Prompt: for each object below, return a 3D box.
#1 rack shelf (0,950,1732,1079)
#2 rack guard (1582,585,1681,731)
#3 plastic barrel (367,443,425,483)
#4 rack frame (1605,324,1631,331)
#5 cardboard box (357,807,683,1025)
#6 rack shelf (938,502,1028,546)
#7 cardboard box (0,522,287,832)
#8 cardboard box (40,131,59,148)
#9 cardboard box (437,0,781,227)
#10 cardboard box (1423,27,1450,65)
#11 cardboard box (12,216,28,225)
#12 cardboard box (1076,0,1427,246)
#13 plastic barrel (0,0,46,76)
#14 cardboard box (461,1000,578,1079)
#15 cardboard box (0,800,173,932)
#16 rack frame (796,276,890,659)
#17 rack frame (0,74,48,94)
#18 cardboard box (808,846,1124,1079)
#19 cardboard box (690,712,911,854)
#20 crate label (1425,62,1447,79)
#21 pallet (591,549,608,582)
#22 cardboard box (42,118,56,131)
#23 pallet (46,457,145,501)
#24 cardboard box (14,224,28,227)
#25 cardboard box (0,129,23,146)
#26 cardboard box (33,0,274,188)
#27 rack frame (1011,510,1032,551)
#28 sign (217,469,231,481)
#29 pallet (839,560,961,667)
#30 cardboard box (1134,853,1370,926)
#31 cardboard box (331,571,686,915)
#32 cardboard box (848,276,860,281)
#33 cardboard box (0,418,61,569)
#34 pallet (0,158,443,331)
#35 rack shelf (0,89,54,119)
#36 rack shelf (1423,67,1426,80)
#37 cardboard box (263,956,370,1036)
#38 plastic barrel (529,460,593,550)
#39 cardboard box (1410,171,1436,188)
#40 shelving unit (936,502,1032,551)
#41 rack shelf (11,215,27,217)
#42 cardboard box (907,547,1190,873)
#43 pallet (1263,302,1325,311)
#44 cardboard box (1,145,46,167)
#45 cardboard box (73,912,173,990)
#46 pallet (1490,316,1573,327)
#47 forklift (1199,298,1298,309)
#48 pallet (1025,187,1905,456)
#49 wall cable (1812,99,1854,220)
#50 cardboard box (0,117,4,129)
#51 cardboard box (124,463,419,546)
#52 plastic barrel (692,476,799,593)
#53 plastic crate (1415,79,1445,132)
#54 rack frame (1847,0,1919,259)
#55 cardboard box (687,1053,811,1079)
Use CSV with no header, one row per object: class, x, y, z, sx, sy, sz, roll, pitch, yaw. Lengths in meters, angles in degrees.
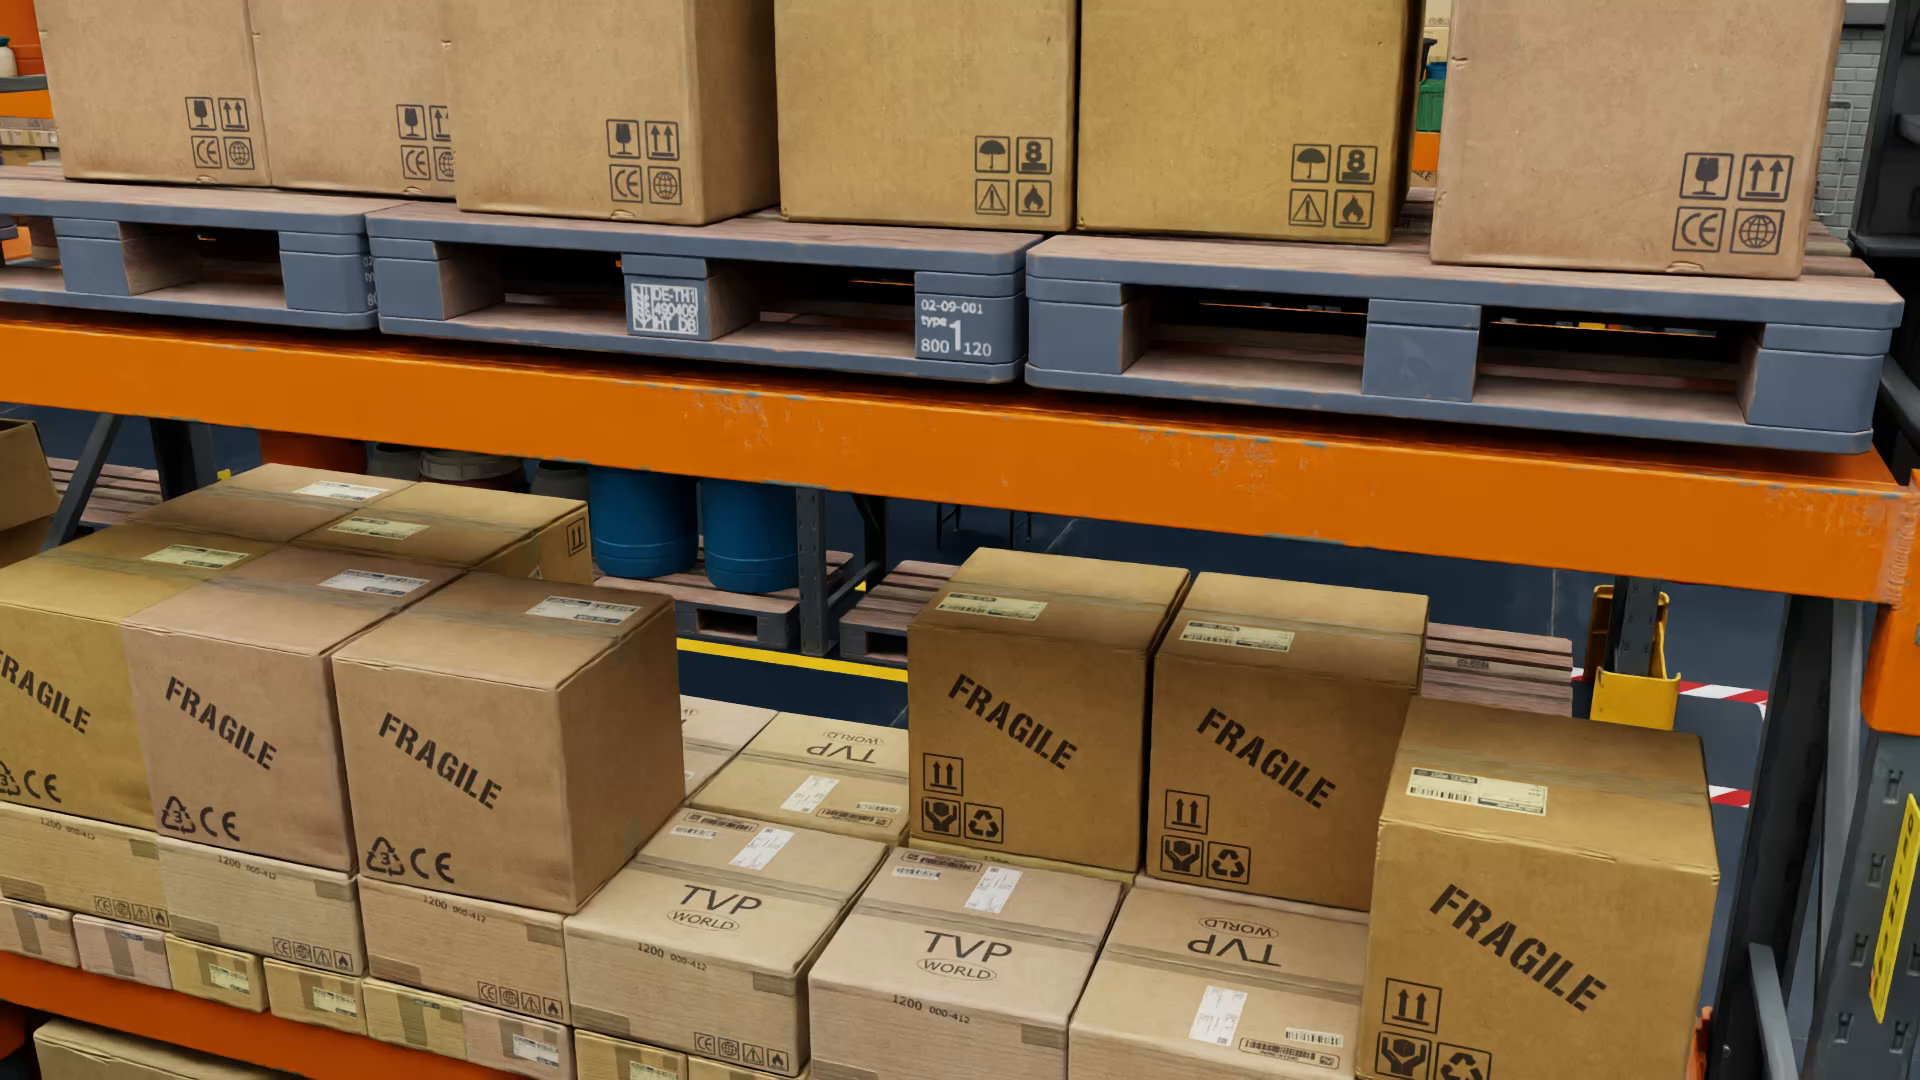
rack shelf,-0.358,1.144,3.831,4.000,0.370,1.077,7,20,18
rack guard,3.183,0.659,7.927,0.348,0.500,1.175,7,20,18
plastic barrel,-3.370,-0.327,10.099,0.421,0.512,0.421,0,19,0
rack frame,4.786,-2.060,11.928,0.127,3.000,1.000,7,20,18
cardboard box,-0.930,0.760,3.615,0.500,0.250,0.500,7,20,19
rack shelf,0.156,-0.300,10.414,0.480,0.518,0.431,7,20,18
cardboard box,-1.879,0.295,3.808,0.500,0.500,0.500,7,20,18
cardboard box,-8.577,-3.866,15.972,0.250,0.149,0.380,7,20,19
cardboard box,-0.535,-0.895,3.089,0.500,0.500,0.700,7,21,20
cardboard box,3.268,-3.486,11.691,0.500,0.250,0.500,7,20,18
cardboard box,-9.724,-3.077,17.245,0.500,0.500,0.500,7,20,18
cardboard box,0.530,-0.827,2.892,0.500,0.500,0.700,6,20,16
plastic barrel,-5.723,-3.230,10.076,0.708,0.830,0.600,7,20,18
cardboard box,-0.853,0.982,3.584,0.250,0.149,0.380,7,20,19
cardboard box,-1.889,0.650,3.929,0.500,0.250,0.500,6,20,17
rack frame,-0.622,-0.952,8.750,0.127,3.000,1.000,7,20,18
rack frame,-2.247,-2.245,3.345,0.127,3.000,1.000,7,20,18
cardboard box,0.026,0.871,3.297,0.500,0.250,0.500,6,20,16
cardboard box,-0.295,0.650,3.929,0.500,0.250,0.500,6,20,17
crate label,2.391,-2.066,7.616,0.502,0.251,0.408,7,20,18
pallet,-2.493,0.137,9.862,1.213,0.211,1.003,7,20,18
cardboard box,-8.393,-4.224,16.015,0.500,0.500,0.700,7,20,18
pallet,-6.268,-0.296,11.103,1.213,0.211,1.003,7,20,18
cardboard box,-9.422,-2.862,16.628,0.500,0.500,0.500,7,20,18
cardboard box,-9.053,-3.921,16.131,0.250,0.149,0.380,6,20,16
cardboard box,-1.488,-1.055,3.548,0.500,0.500,0.700,5,20,15
rack frame,0.387,-0.947,10.104,0.015,2.100,0.400,7,20,18
sign,-2.067,-0.031,4.672,0.005,0.325,0.100,7,20,18
pallet,0.085,0.432,9.016,1.213,0.211,1.003,7,20,18
cardboard box,0.673,0.760,3.613,0.500,0.250,0.500,6,20,17
cardboard box,-0.923,0.406,3.492,0.500,0.500,0.500,6,20,16
cardboard box,-0.788,-2.163,14.215,0.500,0.250,0.500,6,20,17
cardboard box,-2.853,0.001,4.342,0.637,0.503,0.797,6,20,17
pallet,-1.478,-0.695,3.591,1.213,0.211,1.003,7,20,18
rack shelf,-6.290,-2.677,10.234,4.000,0.370,1.077,7,20,18
rack shelf,2.896,-3.353,12.173,4.000,0.370,1.077,7,20,18
cardboard box,-1.331,0.926,3.743,0.250,0.149,0.380,6,20,17
plastic barrel,-2.303,-0.205,9.749,0.421,0.512,0.421,0,19,0
cardboard box,3.306,-2.651,11.952,0.500,0.500,0.500,7,20,20
shelving unit,0.156,-0.974,10.179,0.503,2.100,0.431,7,20,18
rack shelf,-8.439,-3.232,16.385,4.000,0.370,1.077,7,20,18
cardboard box,0.203,0.352,3.645,0.500,0.500,0.500,6,20,17
pallet,3.322,-2.609,17.741,1.213,0.211,1.003,7,20,18
cardboard box,-8.927,-3.670,16.396,0.500,0.500,0.700,7,20,18
cardboard box,-1.829,0.870,3.904,0.250,0.149,0.380,6,20,16
pallet,5.627,-2.346,16.985,1.213,0.211,1.003,7,20,18
forklift,1.849,-2.027,11.939,1.130,2.935,3.031,17,26,40
pallet,0.827,-0.431,2.834,1.213,0.211,1.003,7,20,18
wall cable,7.928,-4.236,16.628,1.851,1.984,0.084,7,20,18
cardboard box,-9.343,-4.333,16.326,0.500,0.500,0.700,6,20,17
cardboard box,-1.725,0.131,4.281,0.500,0.500,0.500,7,20,20
plastic barrel,-1.130,-0.224,9.211,0.708,0.901,0.600,7,20,18
plastic crate,2.131,-1.854,7.103,0.336,0.188,0.450,7,20,18
rack frame,1.531,-1.813,2.106,0.127,3.000,1.000,7,20,18
cardboard box,-0.357,1.037,3.425,0.250,0.149,0.380,7,20,19
